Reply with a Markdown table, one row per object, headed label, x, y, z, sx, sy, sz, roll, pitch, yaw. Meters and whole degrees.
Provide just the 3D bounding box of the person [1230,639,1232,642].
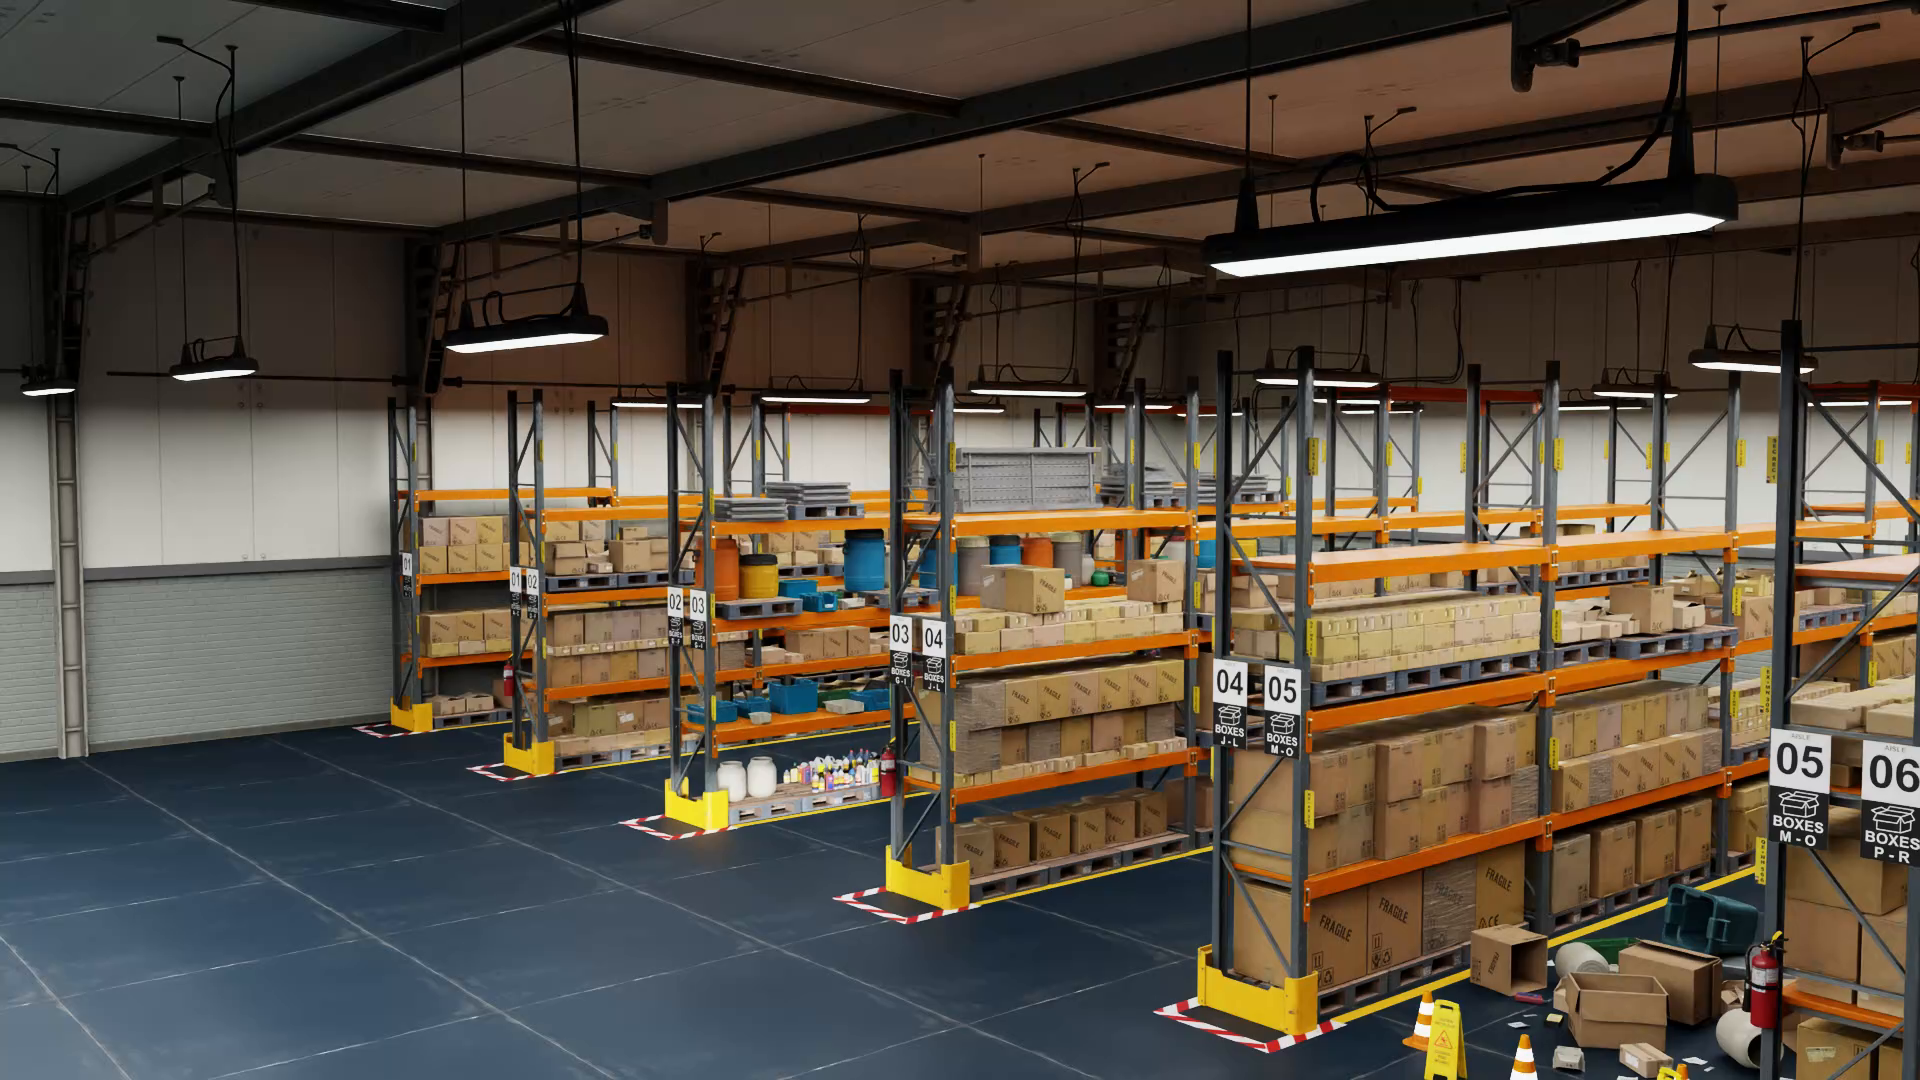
| label | x | y | z | sx | sy | sz | roll | pitch | yaw |
| --- | --- | --- | --- | --- | --- | --- | --- | --- | --- |
| person | 6.634 | 1.972 | 40.023 | 0.507 | 1.731 | 1.143 | -1 | 4 | -22 |
